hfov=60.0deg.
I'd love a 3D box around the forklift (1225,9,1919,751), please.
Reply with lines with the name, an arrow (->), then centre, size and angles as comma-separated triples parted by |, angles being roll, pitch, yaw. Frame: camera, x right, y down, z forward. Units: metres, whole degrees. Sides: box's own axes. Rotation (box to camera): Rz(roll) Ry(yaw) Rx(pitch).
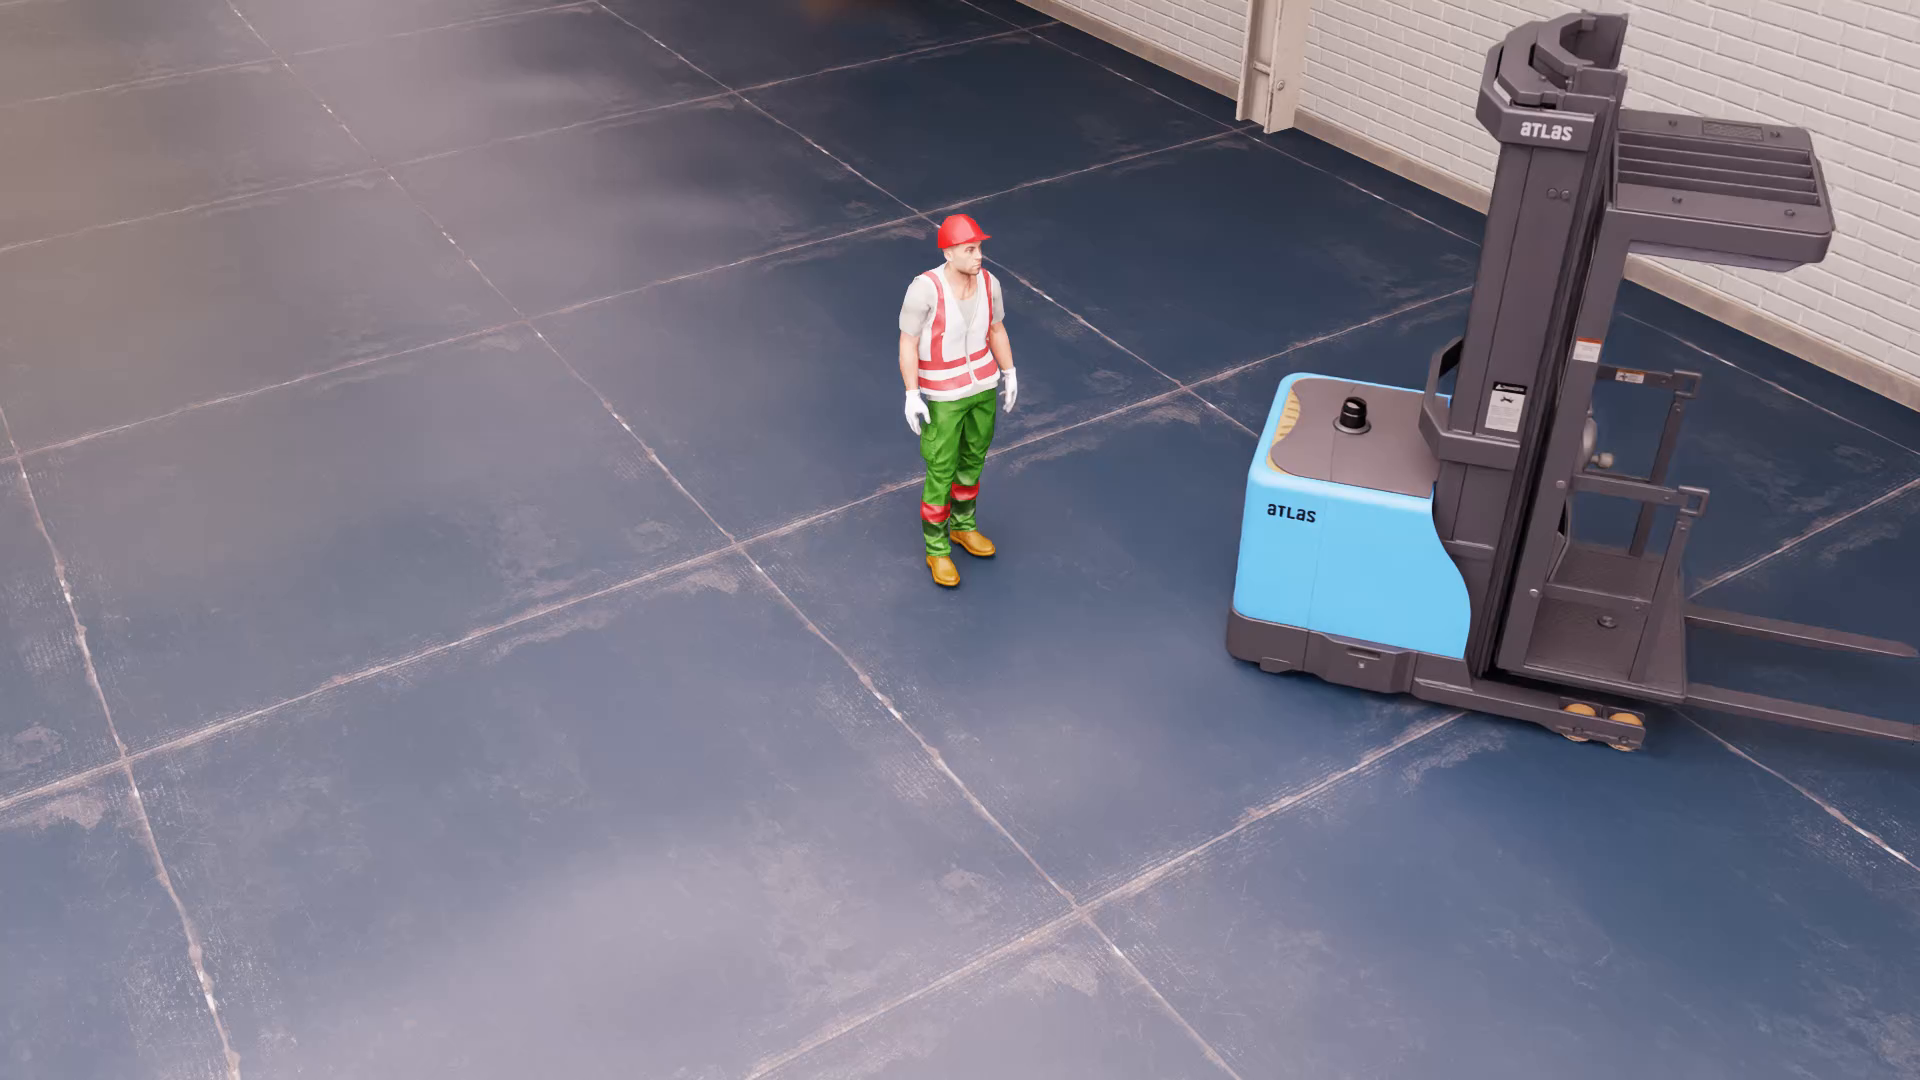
forklift -> 2.830, -0.611, 7.018 | 3.031, 2.935, 1.130 | 11, 37, 15

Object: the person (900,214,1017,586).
person -> 0.033, -0.696, 8.118 | 0.638, 1.788, 0.563 | -21, 40, -27
